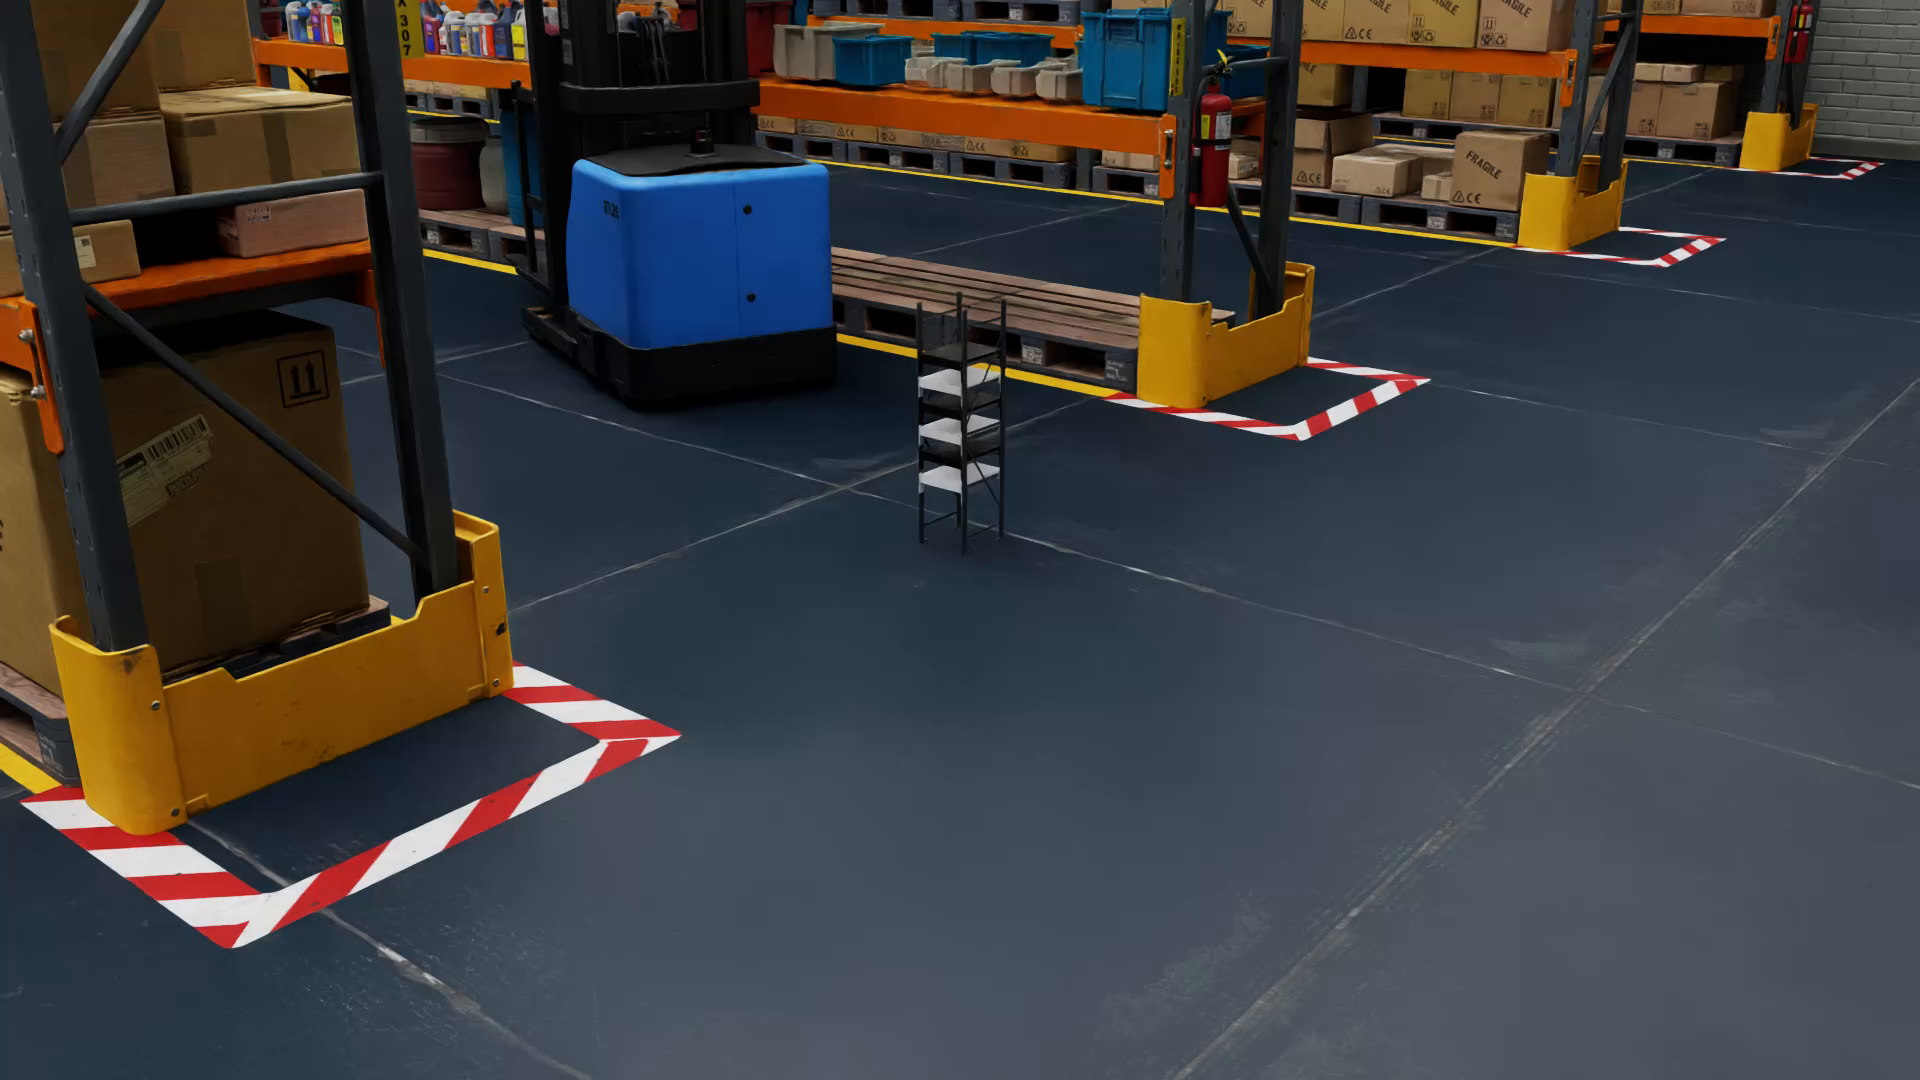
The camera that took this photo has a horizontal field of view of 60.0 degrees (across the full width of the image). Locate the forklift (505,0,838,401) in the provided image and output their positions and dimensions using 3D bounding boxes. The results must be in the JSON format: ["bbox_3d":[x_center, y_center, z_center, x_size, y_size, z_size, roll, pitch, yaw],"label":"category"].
[{"bbox_3d":[-1.751,-2.494,8.627,1.130,2.935,3.031,-11,23,-27],"label":"forklift"}]

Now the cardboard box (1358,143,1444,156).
[{"bbox_3d":[3.413,-2.901,12.882,0.500,0.250,0.500,16,26,36],"label":"cardboard box"}]

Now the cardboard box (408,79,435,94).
[{"bbox_3d":[-6.142,-5.412,19.570,0.500,0.250,0.500,16,26,36],"label":"cardboard box"}]

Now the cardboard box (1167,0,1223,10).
[{"bbox_3d":[1.952,-4.197,12.905,0.500,0.500,0.500,17,26,37],"label":"cardboard box"}]

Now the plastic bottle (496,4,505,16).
[{"bbox_3d":[-3.226,-3.620,11.682,0.133,0.283,0.061,16,26,36],"label":"plastic bottle"}]

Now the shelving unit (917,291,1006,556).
[{"bbox_3d":[0.006,-0.419,6.005,0.210,0.900,0.258,16,26,36],"label":"shelving unit"}]

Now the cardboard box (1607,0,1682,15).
[{"bbox_3d":[6.587,-5.325,15.612,0.700,0.700,0.980,16,26,36],"label":"cardboard box"}]

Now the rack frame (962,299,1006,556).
[{"bbox_3d":[0.085,-0.397,5.944,0.006,0.900,0.240,16,26,36],"label":"rack frame"}]

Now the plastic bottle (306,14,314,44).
[{"bbox_3d":[-4.624,-3.658,11.899,0.097,0.201,0.097,0,21,0],"label":"plastic bottle"}]

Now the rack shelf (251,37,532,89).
[{"bbox_3d":[-3.354,-3.208,11.444,4.000,0.370,1.077,16,26,36],"label":"rack shelf"}]

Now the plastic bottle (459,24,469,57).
[{"bbox_3d":[-3.199,-3.247,10.810,0.097,0.201,0.097,0,21,0],"label":"plastic bottle"}]

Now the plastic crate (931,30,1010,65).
[{"bbox_3d":[0.059,-2.662,9.127,0.300,0.233,0.416,16,26,36],"label":"plastic crate"}]

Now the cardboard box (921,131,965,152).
[{"bbox_3d":[0.001,-3.744,14.765,0.500,0.500,0.500,16,26,37],"label":"cardboard box"}]

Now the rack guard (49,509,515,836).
[{"bbox_3d":[-1.818,0.323,4.603,0.348,0.500,1.175,16,26,36],"label":"rack guard"}]

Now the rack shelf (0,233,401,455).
[{"bbox_3d":[-3.386,-0.962,5.487,4.000,0.370,1.077,16,26,36],"label":"rack shelf"}]

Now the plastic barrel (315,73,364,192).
[{"bbox_3d":[-4.513,-3.067,12.532,0.708,0.830,0.600,16,26,36],"label":"plastic barrel"}]

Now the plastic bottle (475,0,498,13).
[{"bbox_3d":[-3.338,-3.692,11.778,0.185,0.351,0.144,16,26,36],"label":"plastic bottle"}]

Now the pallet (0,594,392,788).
[{"bbox_3d":[-2.506,0.296,5.085,1.213,0.211,1.003,16,26,36],"label":"pallet"}]

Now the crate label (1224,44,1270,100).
[{"bbox_3d":[1.312,-2.301,8.171,0.303,0.233,0.416,16,26,36],"label":"crate label"}]

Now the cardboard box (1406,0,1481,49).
[{"bbox_3d":[3.506,-3.746,11.710,0.500,0.500,0.500,16,26,37],"label":"cardboard box"}]

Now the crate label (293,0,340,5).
[{"bbox_3d":[-4.992,-4.109,13.050,0.416,0.233,0.303,16,26,36],"label":"crate label"}]

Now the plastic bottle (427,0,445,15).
[{"bbox_3d":[-3.585,-3.508,11.290,0.185,0.351,0.144,16,26,36],"label":"plastic bottle"}]

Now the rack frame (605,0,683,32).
[{"bbox_3d":[-1.804,-3.098,10.133,0.127,3.000,1.000,16,26,36],"label":"rack frame"}]

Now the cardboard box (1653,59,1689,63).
[{"bbox_3d":[6.784,-4.513,15.913,0.250,0.149,0.380,16,26,36],"label":"cardboard box"}]

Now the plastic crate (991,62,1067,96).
[{"bbox_3d":[0.333,-2.312,8.336,0.243,0.136,0.396,16,26,36],"label":"plastic crate"}]

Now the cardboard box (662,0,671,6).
[{"bbox_3d":[-2.792,-5.496,16.846,0.250,0.149,0.380,19,27,40],"label":"cardboard box"}]

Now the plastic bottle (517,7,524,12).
[{"bbox_3d":[-2.775,-3.272,10.663,0.185,0.351,0.144,16,26,36],"label":"plastic bottle"}]

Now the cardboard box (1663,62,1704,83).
[{"bbox_3d":[6.739,-4.352,15.487,0.250,0.149,0.380,16,26,36],"label":"cardboard box"}]

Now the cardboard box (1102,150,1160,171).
[{"bbox_3d":[1.519,-3.247,13.714,0.500,0.311,0.500,16,26,36],"label":"cardboard box"}]

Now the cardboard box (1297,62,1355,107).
[{"bbox_3d":[3.874,-5.107,17.911,0.750,0.750,0.750,16,26,37],"label":"cardboard box"}]

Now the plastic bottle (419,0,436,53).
[{"bbox_3d":[-3.577,-3.437,11.101,0.185,0.351,0.144,16,26,36],"label":"plastic bottle"}]

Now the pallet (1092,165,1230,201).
[{"bbox_3d":[1.862,-2.993,13.807,1.213,0.211,1.003,16,26,36],"label":"pallet"}]

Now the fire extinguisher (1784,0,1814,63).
[{"bbox_3d":[7.384,-4.544,14.604,0.183,0.674,0.296,16,26,36],"label":"fire extinguisher"}]

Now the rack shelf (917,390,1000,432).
[{"bbox_3d":[0.006,-0.472,5.985,0.200,0.077,0.258,16,26,36],"label":"rack shelf"}]

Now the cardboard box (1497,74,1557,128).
[{"bbox_3d":[5.758,-4.411,16.560,0.500,0.500,0.700,17,26,37],"label":"cardboard box"}]

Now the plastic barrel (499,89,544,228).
[{"bbox_3d":[-2.763,-2.597,11.183,0.708,0.901,0.600,16,26,36],"label":"plastic barrel"}]

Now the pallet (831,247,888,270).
[{"bbox_3d":[-1.210,-1.640,10.219,1.213,0.211,1.003,16,26,36],"label":"pallet"}]

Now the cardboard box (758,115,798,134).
[{"bbox_3d":[-1.596,-4.201,15.975,0.500,0.500,0.500,17,27,38],"label":"cardboard box"}]

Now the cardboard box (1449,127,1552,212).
[{"bbox_3d":[3.853,-2.649,11.862,0.500,0.500,0.500,16,26,36],"label":"cardboard box"}]

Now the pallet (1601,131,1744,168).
[{"bbox_3d":[6.890,-3.766,15.857,1.213,0.211,1.003,16,26,36],"label":"pallet"}]

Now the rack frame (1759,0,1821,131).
[{"bbox_3d":[7.559,-4.914,14.949,0.127,3.000,1.000,16,26,36],"label":"rack frame"}]

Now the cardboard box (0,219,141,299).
[{"bbox_3d":[-2.321,-0.724,4.193,0.250,0.149,0.380,17,26,37],"label":"cardboard box"}]

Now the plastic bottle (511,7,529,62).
[{"bbox_3d":[-2.723,-3.191,10.449,0.185,0.351,0.144,16,26,36],"label":"plastic bottle"}]

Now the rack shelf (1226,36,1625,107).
[{"bbox_3d":[2.880,-3.669,12.666,4.000,0.370,1.077,16,26,36],"label":"rack shelf"}]

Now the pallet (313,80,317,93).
[{"bbox_3d":[-7.347,-5.665,20.891,1.213,0.211,1.003,16,26,36],"label":"pallet"}]

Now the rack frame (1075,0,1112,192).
[{"bbox_3d":[1.331,-4.452,13.722,0.127,3.000,1.000,16,26,36],"label":"rack frame"}]

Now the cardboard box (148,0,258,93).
[{"bbox_3d":[-2.426,-1.564,4.794,0.500,0.500,0.500,15,26,35],"label":"cardboard box"}]

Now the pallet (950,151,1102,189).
[{"bbox_3d":[0.677,-3.318,14.668,1.213,0.211,1.003,16,26,36],"label":"pallet"}]
